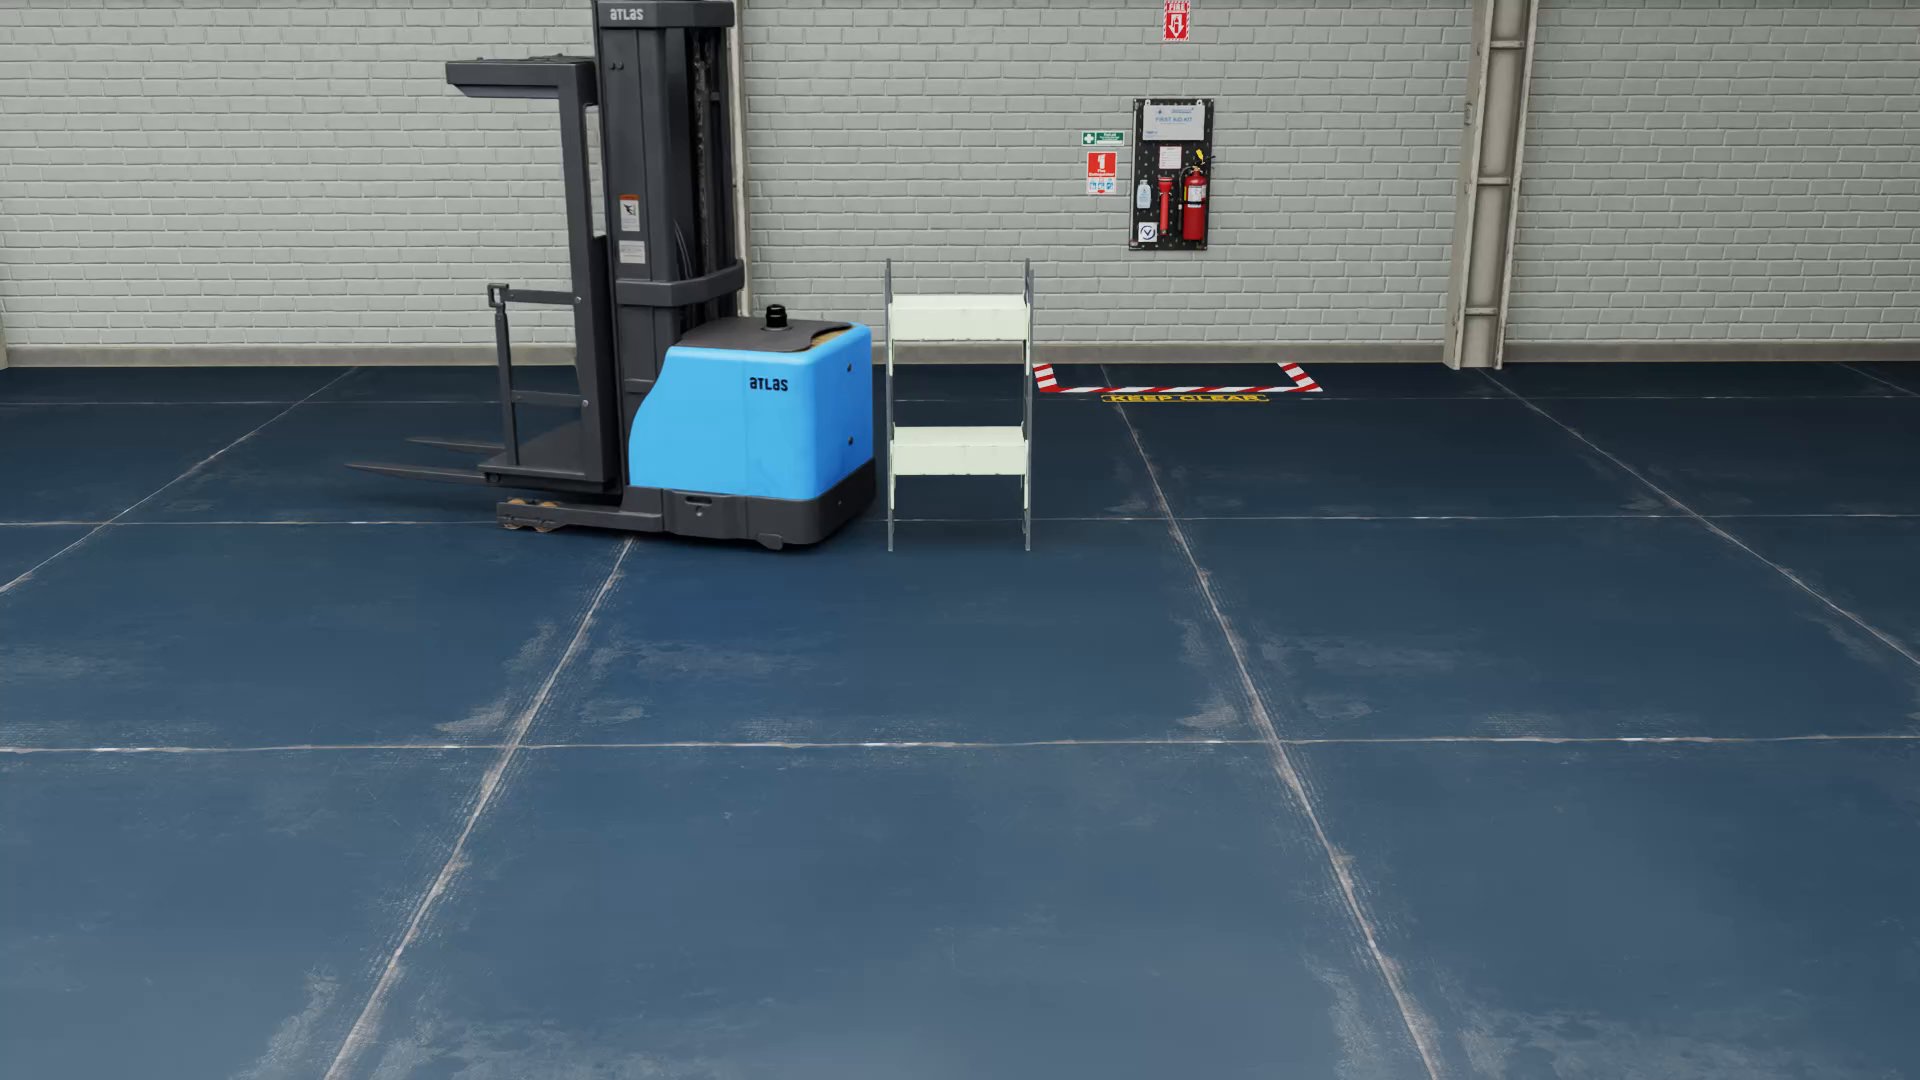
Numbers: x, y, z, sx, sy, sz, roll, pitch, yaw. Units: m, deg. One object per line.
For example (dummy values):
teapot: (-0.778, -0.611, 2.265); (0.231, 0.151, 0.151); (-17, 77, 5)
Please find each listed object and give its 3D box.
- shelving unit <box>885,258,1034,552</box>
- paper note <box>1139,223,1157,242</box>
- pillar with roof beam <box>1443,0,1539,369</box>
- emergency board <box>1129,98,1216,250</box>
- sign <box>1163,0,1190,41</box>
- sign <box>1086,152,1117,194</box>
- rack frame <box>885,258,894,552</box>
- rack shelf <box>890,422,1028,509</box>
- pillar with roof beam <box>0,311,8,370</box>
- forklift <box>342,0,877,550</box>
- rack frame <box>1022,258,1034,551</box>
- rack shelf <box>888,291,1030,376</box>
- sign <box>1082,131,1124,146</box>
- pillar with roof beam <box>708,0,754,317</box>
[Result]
shelving unit: (-0.007, -0.714, 8.818); (0.755, 1.500, 0.431); (0, 18, -1)
paper note: (1.490, -2.442, 13.192); (0.142, 0.148, 0.016); (0, 18, -1)
pillar with roof beam: (4.208, -4.383, 7.980); (0.400, 9.000, 9.100); (0, 18, -1)
emergency board: (1.668, -2.841, 12.994); (0.643, 1.169, 0.194); (0, 18, -1)
sign: (1.658, -3.976, 12.735); (0.199, 0.298, 0.001); (0, 18, -1)
sign: (1.114, -2.887, 13.079); (0.234, 0.329, 0.001); (0, 18, -1)
rack frame: (-0.373, -0.712, 8.813); (0.023, 1.500, 0.400); (0, 18, -1)
rack shelf: (-0.007, -0.404, 8.918); (0.720, 0.370, 0.431); (0, 18, -1)
pillar with roof beam: (-7.791, -4.326, 7.800); (0.400, 9.000, 9.100); (0, 18, -1)
forklift: (-2.057, -1.583, 9.185); (3.031, 2.935, 1.130); (5, 19, 16)
rack frame: (0.359, -0.716, 8.824); (0.023, 1.500, 0.400); (0, 18, -1)
rack shelf: (-0.007, -1.086, 8.699); (0.720, 0.370, 0.431); (0, 18, -1)
sign: (1.118, -3.137, 12.990); (0.331, 0.109, 0.001); (0, 18, -1)
pillar with roof beam: (-1.792, -4.355, 7.890); (0.400, 9.000, 9.100); (0, 18, -1)
